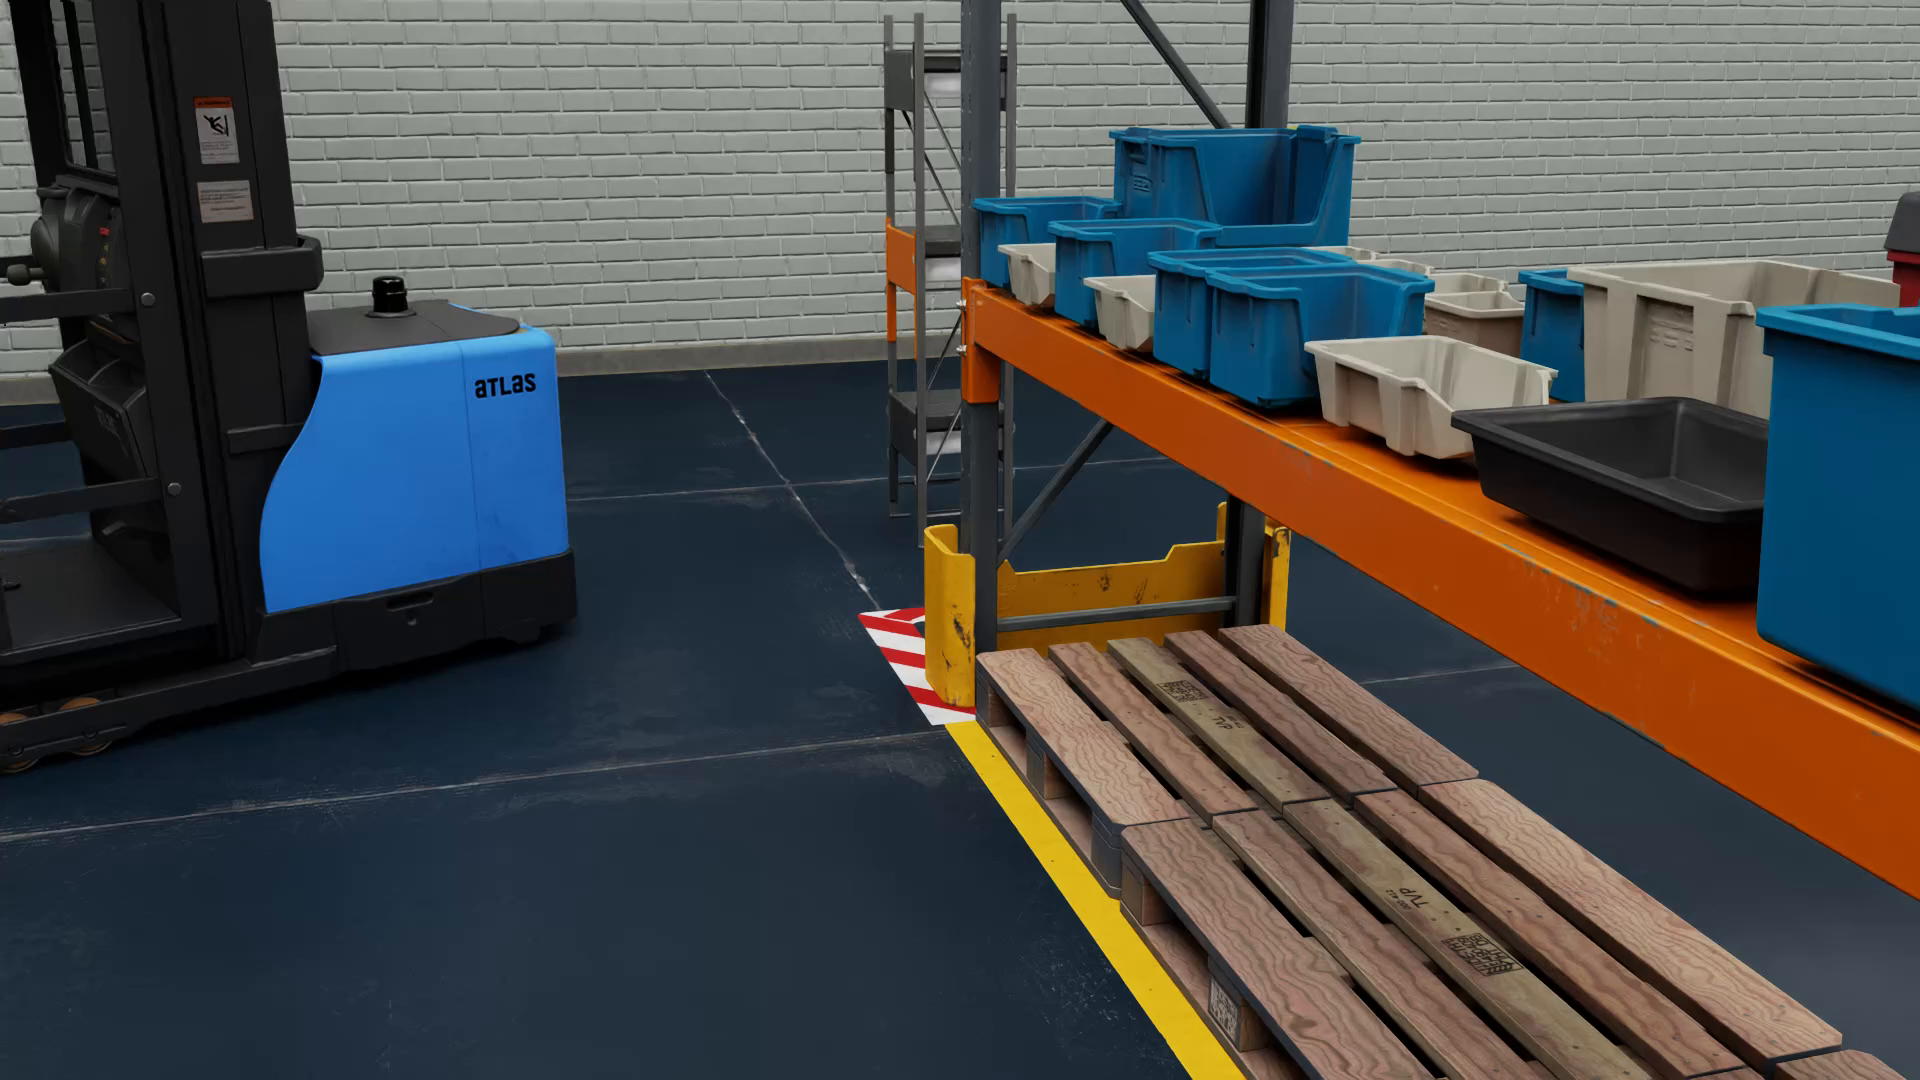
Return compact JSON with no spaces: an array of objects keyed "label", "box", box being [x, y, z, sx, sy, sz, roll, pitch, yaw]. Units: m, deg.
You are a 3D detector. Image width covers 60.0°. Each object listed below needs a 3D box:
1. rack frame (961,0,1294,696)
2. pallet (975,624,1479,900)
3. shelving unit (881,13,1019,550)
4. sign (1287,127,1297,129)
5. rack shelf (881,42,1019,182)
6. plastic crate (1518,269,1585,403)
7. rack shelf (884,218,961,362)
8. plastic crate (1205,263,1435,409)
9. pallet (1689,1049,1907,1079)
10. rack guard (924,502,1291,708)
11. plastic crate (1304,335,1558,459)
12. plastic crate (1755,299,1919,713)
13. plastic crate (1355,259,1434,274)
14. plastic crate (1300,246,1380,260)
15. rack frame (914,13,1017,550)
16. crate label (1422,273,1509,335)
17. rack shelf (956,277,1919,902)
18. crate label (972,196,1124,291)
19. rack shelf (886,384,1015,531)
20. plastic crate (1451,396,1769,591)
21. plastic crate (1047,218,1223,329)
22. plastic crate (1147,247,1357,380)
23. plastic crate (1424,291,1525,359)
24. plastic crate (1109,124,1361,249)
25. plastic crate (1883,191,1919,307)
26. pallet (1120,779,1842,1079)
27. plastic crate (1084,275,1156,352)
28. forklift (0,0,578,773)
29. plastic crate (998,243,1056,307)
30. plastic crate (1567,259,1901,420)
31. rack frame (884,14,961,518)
[{"label":"rack frame","box":[0.499,-0.995,5.049,1.000,3.000,0.127,-5,17,-15]},{"label":"pallet","box":[0.688,0.572,4.681,1.003,0.211,1.213,-5,17,-15]},{"label":"shelving unit","box":[-0.045,-1.051,6.802,0.431,2.100,0.503,-5,17,-15]},{"label":"sign","box":[1.023,-1.121,5.185,0.100,0.325,0.005,-5,17,-15]},{"label":"rack shelf","box":[-0.045,-1.709,6.605,0.431,0.518,0.480,-5,17,-15]},{"label":"plastic crate","box":[1.310,-0.395,3.241,0.416,0.233,0.300,-5,17,-15]},{"label":"rack shelf","box":[-0.045,-1.038,6.806,0.431,0.518,0.480,-5,17,-15]},{"label":"plastic crate","box":[0.694,-0.402,3.262,0.416,0.233,0.300,-5,17,-15]},{"label":"pallet","box":[1.359,1.247,2.434,1.003,0.211,1.213,-5,17,-15]},{"label":"rack guard","box":[0.480,0.197,5.427,1.175,0.500,0.348,-5,17,-15]},{"label":"plastic crate","box":[0.831,-0.248,2.919,0.293,0.136,0.466,-5,17,-15]},{"label":"plastic crate","box":[1.142,-0.011,1.699,0.392,0.384,0.575,-5,17,-15]},{"label":"plastic crate","box":[0.963,-0.604,4.104,0.396,0.136,0.243,-5,17,-15]},{"label":"plastic crate","box":[0.897,-0.686,4.375,0.396,0.136,0.243,-5,17,-15]},{"label":"rack frame","box":[0.022,-0.984,6.578,0.400,2.100,0.015,-5,17,-15]},{"label":"crate label","box":[1.063,-0.529,3.854,0.396,0.136,0.243,-5,17,-15]},{"label":"rack shelf","box":[1.048,-0.097,3.311,1.077,0.370,4.000,-5,17,-15]},{"label":"crate label","box":[0.250,-0.849,4.750,0.416,0.233,0.303,-5,17,-15]},{"label":"rack shelf","box":[-0.045,-0.368,7.008,0.431,0.518,0.480,-5,17,-15]},{"label":"plastic crate","box":[1.032,-0.073,2.357,0.437,0.125,0.590,-5,17,-15]},{"label":"plastic crate","box":[0.431,-0.667,4.144,0.416,0.233,0.300,-5,17,-15]},{"label":"plastic crate","box":[0.612,-0.485,3.538,0.416,0.233,0.300,-5,17,-15]},{"label":"plastic crate","box":[1.162,-0.449,3.587,0.298,0.136,0.250,-5,17,-15]},{"label":"plastic crate","box":[0.770,-0.962,4.776,0.616,0.435,0.499,-5,17,-15]},{"label":"plastic crate","box":[1.594,-0.214,2.236,0.402,0.464,0.583,-5,17,-15]},{"label":"pallet","box":[1.020,0.909,3.559,1.003,0.211,1.213,-5,17,-15]},{"label":"plastic crate","box":[0.445,-0.520,3.823,0.250,0.136,0.298,-5,17,-15]},{"label":"forklift","box":[-2.804,-0.910,4.888,3.031,2.935,1.130,-13,21,-37]},{"label":"plastic crate","box":[0.259,-0.707,4.447,0.250,0.136,0.298,-5,17,-15]},{"label":"plastic crate","box":[1.356,-0.297,2.829,0.437,0.282,0.530,-5,17,-15]},{"label":"rack frame","box":[-0.113,-1.119,7.027,0.400,2.100,0.015,-5,17,-15]}]
